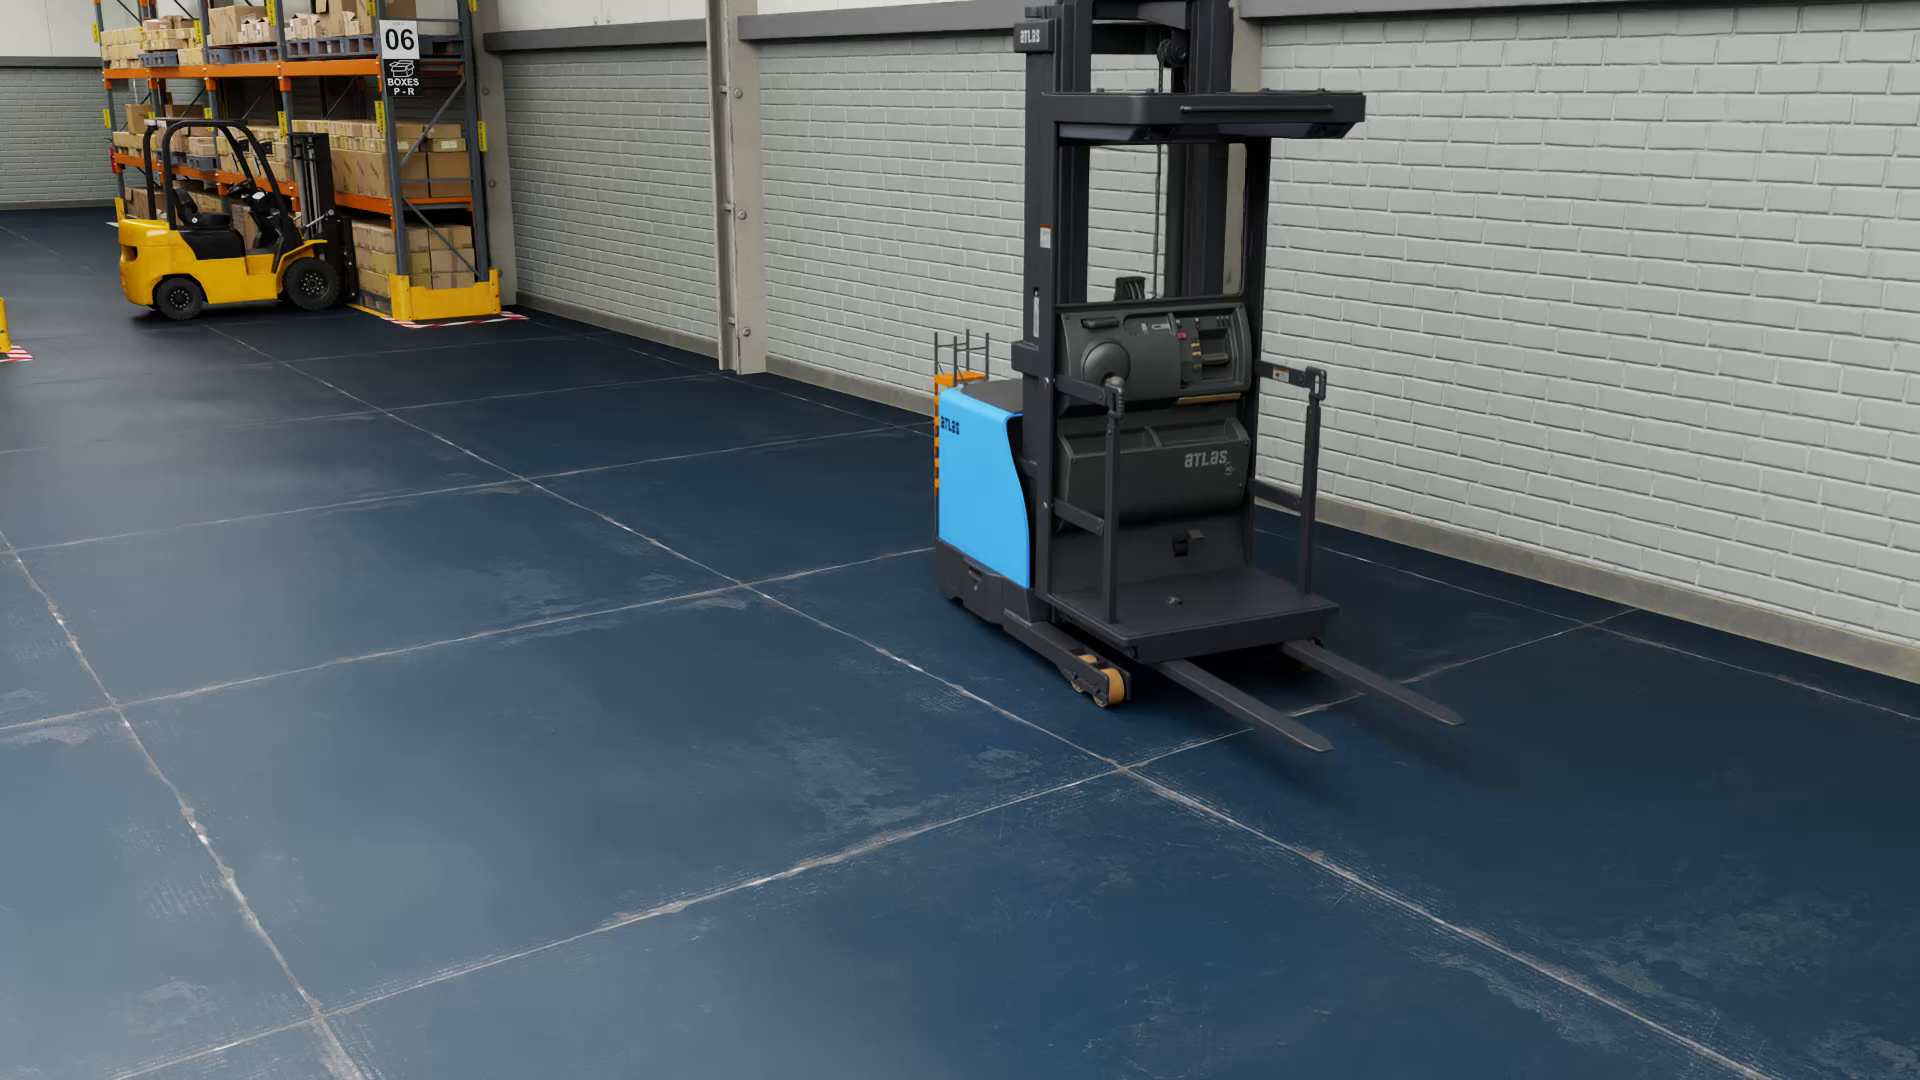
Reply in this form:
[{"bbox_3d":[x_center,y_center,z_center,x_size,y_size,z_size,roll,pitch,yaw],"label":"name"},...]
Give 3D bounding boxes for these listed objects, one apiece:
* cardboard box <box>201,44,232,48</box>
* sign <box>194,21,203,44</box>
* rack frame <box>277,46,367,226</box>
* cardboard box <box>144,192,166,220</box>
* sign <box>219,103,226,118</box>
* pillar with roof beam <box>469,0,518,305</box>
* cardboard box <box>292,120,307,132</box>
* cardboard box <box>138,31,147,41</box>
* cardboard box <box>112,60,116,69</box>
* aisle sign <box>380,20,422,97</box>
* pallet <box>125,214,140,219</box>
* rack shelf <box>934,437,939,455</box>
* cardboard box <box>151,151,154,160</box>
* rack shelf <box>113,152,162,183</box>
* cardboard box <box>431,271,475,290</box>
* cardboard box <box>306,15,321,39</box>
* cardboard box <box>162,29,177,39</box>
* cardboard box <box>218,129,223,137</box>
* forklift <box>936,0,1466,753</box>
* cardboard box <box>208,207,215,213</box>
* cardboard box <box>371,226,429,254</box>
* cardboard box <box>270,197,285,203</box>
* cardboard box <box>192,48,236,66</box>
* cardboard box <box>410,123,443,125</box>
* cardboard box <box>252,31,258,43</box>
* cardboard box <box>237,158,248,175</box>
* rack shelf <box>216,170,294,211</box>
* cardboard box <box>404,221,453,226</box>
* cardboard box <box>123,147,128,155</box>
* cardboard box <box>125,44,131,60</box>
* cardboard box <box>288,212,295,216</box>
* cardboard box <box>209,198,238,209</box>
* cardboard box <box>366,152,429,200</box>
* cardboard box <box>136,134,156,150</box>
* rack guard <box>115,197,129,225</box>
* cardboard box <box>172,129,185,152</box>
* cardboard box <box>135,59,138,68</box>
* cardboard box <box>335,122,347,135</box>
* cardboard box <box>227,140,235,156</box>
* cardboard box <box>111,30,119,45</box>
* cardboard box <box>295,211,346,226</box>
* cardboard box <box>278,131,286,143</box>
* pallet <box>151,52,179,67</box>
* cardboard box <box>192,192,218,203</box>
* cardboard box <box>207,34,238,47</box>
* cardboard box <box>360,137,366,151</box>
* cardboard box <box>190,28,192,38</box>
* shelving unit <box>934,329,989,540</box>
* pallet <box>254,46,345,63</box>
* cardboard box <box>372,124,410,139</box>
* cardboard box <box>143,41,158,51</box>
[{"bbox_3d":[-10.939,-7.313,24.461,0.380,0.149,0.250,-10,18,-33],"label":"cardboard box"},{"bbox_3d":[-10.976,-7.321,23.980,0.100,0.325,0.005,-11,19,-35],"label":"sign"},{"bbox_3d":[-8.184,-4.854,21.629,1.000,3.000,0.127,-11,19,-35],"label":"rack frame"},{"bbox_3d":[-13.875,-5.858,29.236,0.700,0.500,0.500,-12,19,-37],"label":"cardboard box"},{"bbox_3d":[-12.441,-7.208,28.035,0.100,0.325,0.005,-11,19,-35],"label":"sign"},{"bbox_3d":[-8.995,-6.514,16.329,9.100,9.000,0.400,-11,19,-35],"label":"pillar with roof beam"},{"bbox_3d":[-8.236,-5.245,21.074,0.380,0.149,0.250,-10,18,-33],"label":"cardboard box"},{"bbox_3d":[-13.067,-8.150,26.918,0.380,0.149,0.250,-10,18,-33],"label":"cardboard box"},{"bbox_3d":[-14.864,-8.459,29.596,0.380,0.149,0.250,-10,18,-33],"label":"cardboard box"},{"bbox_3d":[-6.031,-5.194,17.947,0.394,0.787,0.004,-11,19,-35],"label":"aisle sign"},{"bbox_3d":[-14.725,-5.885,30.679,1.003,0.211,1.213,-11,19,-35],"label":"pallet"},{"bbox_3d":[0.009,-0.533,9.418,0.258,0.103,0.180,-11,19,-35],"label":"rack shelf"},{"bbox_3d":[-13.622,-6.574,28.389,0.380,0.149,0.250,-10,18,-33],"label":"cardboard box"},{"bbox_3d":[-14.064,-6.642,29.526,1.077,0.370,4.000,-11,19,-35],"label":"rack shelf"},{"bbox_3d":[-5.963,-3.011,19.310,0.500,0.250,0.500,-11,19,-34],"label":"cardboard box"},{"bbox_3d":[-7.557,-6.123,19.852,0.396,0.266,0.258,-11,19,-36],"label":"cardboard box"},{"bbox_3d":[-12.114,-7.831,25.750,0.380,0.149,0.250,-11,19,-34],"label":"cardboard box"},{"bbox_3d":[-10.587,-5.956,24.235,0.380,0.149,0.250,-10,18,-33],"label":"cardboard box"},{"bbox_3d":[0.957,-0.839,7.091,1.130,2.935,3.031,-7,17,-24],"label":"forklift"},{"bbox_3d":[-11.244,-4.871,25.629,0.500,0.500,0.500,-11,19,-35],"label":"cardboard box"},{"bbox_3d":[-6.355,-3.408,18.866,0.500,0.250,0.500,-10,18,-33],"label":"cardboard box"},{"bbox_3d":[-10.590,-5.178,25.523,0.380,0.149,0.250,-10,18,-32],"label":"cardboard box"},{"bbox_3d":[-11.034,-7.155,24.637,0.500,0.250,0.500,-12,19,-36],"label":"cardboard box"},{"bbox_3d":[-6.150,-4.725,19.175,0.380,0.149,0.250,-10,18,-33],"label":"cardboard box"},{"bbox_3d":[-9.076,-6.618,21.883,0.380,0.149,0.250,-11,19,-35],"label":"cardboard box"},{"bbox_3d":[-9.872,-5.286,23.492,0.500,0.250,0.500,-12,19,-36],"label":"cardboard box"},{"bbox_3d":[-9.360,-4.934,23.285,1.077,0.370,4.000,-11,19,-35],"label":"rack shelf"},{"bbox_3d":[-6.258,-3.597,19.554,0.500,0.250,0.500,-11,19,-34],"label":"cardboard box"},{"bbox_3d":[-15.081,-7.135,30.440,0.380,0.149,0.250,-10,18,-33],"label":"cardboard box"},{"bbox_3d":[-13.980,-8.365,28.495,0.500,0.250,0.500,-10,18,-33],"label":"cardboard box"},{"bbox_3d":[-8.950,-4.188,22.898,0.875,0.625,0.625,-11,19,-35],"label":"cardboard box"},{"bbox_3d":[-11.217,-5.138,25.376,0.380,0.149,0.250,-12,19,-37],"label":"cardboard box"},{"bbox_3d":[-6.334,-4.112,18.730,0.500,0.500,0.500,-11,19,-36],"label":"cardboard box"},{"bbox_3d":[-13.973,-6.918,28.889,0.500,0.250,0.500,-11,19,-35],"label":"cardboard box"},{"bbox_3d":[-15.195,-6.195,31.262,1.175,0.500,0.348,-11,19,-35],"label":"rack guard"},{"bbox_3d":[-12.018,-6.397,26.281,0.700,0.500,0.500,-11,19,-35],"label":"cardboard box"},{"bbox_3d":[-13.771,-8.084,28.222,0.380,0.149,0.250,-11,19,-35],"label":"cardboard box"},{"bbox_3d":[-7.254,-4.931,19.930,0.380,0.149,0.250,-11,19,-34],"label":"cardboard box"},{"bbox_3d":[-10.179,-5.637,23.828,0.500,0.250,0.500,-10,18,-33],"label":"cardboard box"},{"bbox_3d":[-14.592,-8.825,29.230,0.500,0.250,0.500,-11,19,-35],"label":"cardboard box"},{"bbox_3d":[-8.153,-4.061,21.249,0.500,0.250,0.500,-11,19,-35],"label":"cardboard box"},{"bbox_3d":[-8.731,-5.306,21.862,0.380,0.149,0.250,-11,19,-35],"label":"cardboard box"},{"bbox_3d":[-11.949,-7.547,26.144,1.213,0.211,1.003,-11,19,-35],"label":"pallet"},{"bbox_3d":[-12.073,-5.485,26.646,0.380,0.149,0.250,-10,18,-33],"label":"cardboard box"},{"bbox_3d":[-10.576,-7.171,23.872,0.380,0.166,0.250,-11,19,-35],"label":"cardboard box"},{"bbox_3d":[-6.676,-4.561,19.141,0.380,0.149,0.250,-11,19,-35],"label":"cardboard box"},{"bbox_3d":[-11.359,-7.628,25.049,0.380,0.149,0.250,-11,19,-35],"label":"cardboard box"},{"bbox_3d":[0.009,-0.576,9.406,0.258,1.200,0.189,-11,19,-35],"label":"shelving unit"},{"bbox_3d":[-8.713,-6.395,21.939,0.805,0.209,1.217,-12,19,-37],"label":"pallet"},{"bbox_3d":[-6.383,-4.596,18.705,0.380,0.149,0.250,-11,19,-34],"label":"cardboard box"},{"bbox_3d":[-12.910,-7.953,26.759,0.380,0.149,0.250,-11,19,-34],"label":"cardboard box"}]
